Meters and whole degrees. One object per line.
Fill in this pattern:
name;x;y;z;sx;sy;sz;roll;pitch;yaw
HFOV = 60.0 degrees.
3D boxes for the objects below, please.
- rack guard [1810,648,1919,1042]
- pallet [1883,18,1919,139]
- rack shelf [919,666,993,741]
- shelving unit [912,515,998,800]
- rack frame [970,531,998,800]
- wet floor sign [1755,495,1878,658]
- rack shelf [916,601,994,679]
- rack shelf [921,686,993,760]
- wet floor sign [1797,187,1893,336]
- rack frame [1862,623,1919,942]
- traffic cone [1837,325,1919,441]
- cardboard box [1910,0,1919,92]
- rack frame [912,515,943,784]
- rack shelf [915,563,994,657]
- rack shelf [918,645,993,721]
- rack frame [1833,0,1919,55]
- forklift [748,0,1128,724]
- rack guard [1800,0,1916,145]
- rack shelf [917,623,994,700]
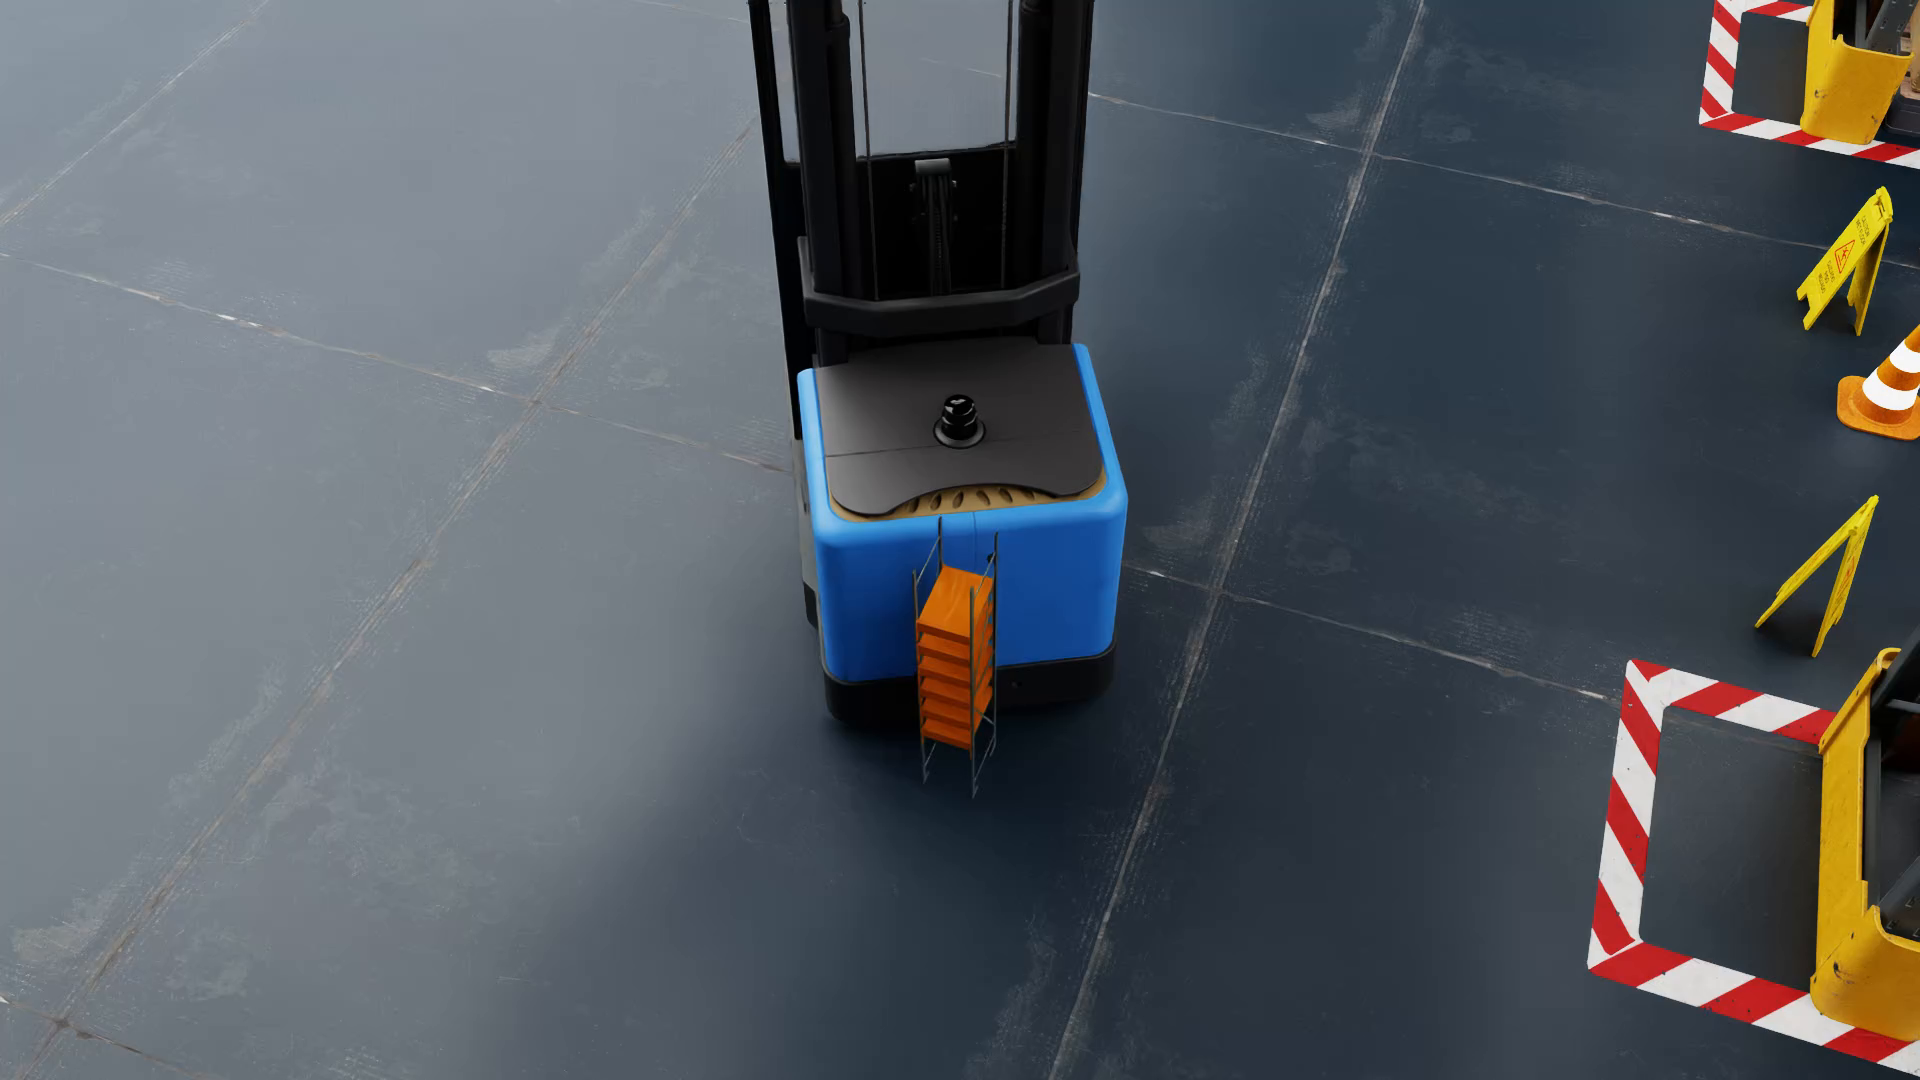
rack guard;3.078;0.975;5.441;0.348;0.500;1.175;16;51;13
pallet;5.404;-2.332;8.498;1.213;0.211;1.003;16;51;13
rack shelf;-0.006;0.522;5.583;0.180;0.103;0.258;16;52;13
shelving unit;-0.007;0.417;5.456;0.189;1.200;0.258;16;52;13
rack frame;0.079;0.441;5.435;0.006;1.200;0.240;16;52;13
wet floor sign;3.199;0.099;6.104;0.232;0.644;0.267;33;57;25
rack shelf;-0.009;0.293;5.305;0.180;0.103;0.258;16;52;13
rack shelf;-0.004;0.598;5.675;0.180;0.103;0.258;16;52;13
wet floor sign;3.914;-1.232;7.257;0.232;0.644;0.267;8;50;7
rack frame;3.007;0.136;4.514;0.127;3.000;1.000;16;51;13
traffic cone;3.923;-0.711;6.926;0.334;0.463;0.336;16;51;13
cardboard box;5.286;-2.710;8.108;0.875;0.875;0.875;16;51;13
rack frame;-0.093;0.393;5.477;0.006;1.200;0.240;16;52;13
rack shelf;-0.010;0.217;5.212;0.180;0.103;0.258;16;52;13
rack shelf;-0.007;0.446;5.490;0.180;0.103;0.258;16;52;13
rack frame;4.627;-3.399;7.578;0.127;3.000;1.000;16;51;13
forklift;-0.154;-1.430;5.916;1.130;2.935;3.031;-6;49;-5
rack guard;4.605;-2.587;8.528;0.348;0.500;1.175;16;51;13
rack shelf;-0.008;0.369;5.397;0.180;0.103;0.258;16;52;13
